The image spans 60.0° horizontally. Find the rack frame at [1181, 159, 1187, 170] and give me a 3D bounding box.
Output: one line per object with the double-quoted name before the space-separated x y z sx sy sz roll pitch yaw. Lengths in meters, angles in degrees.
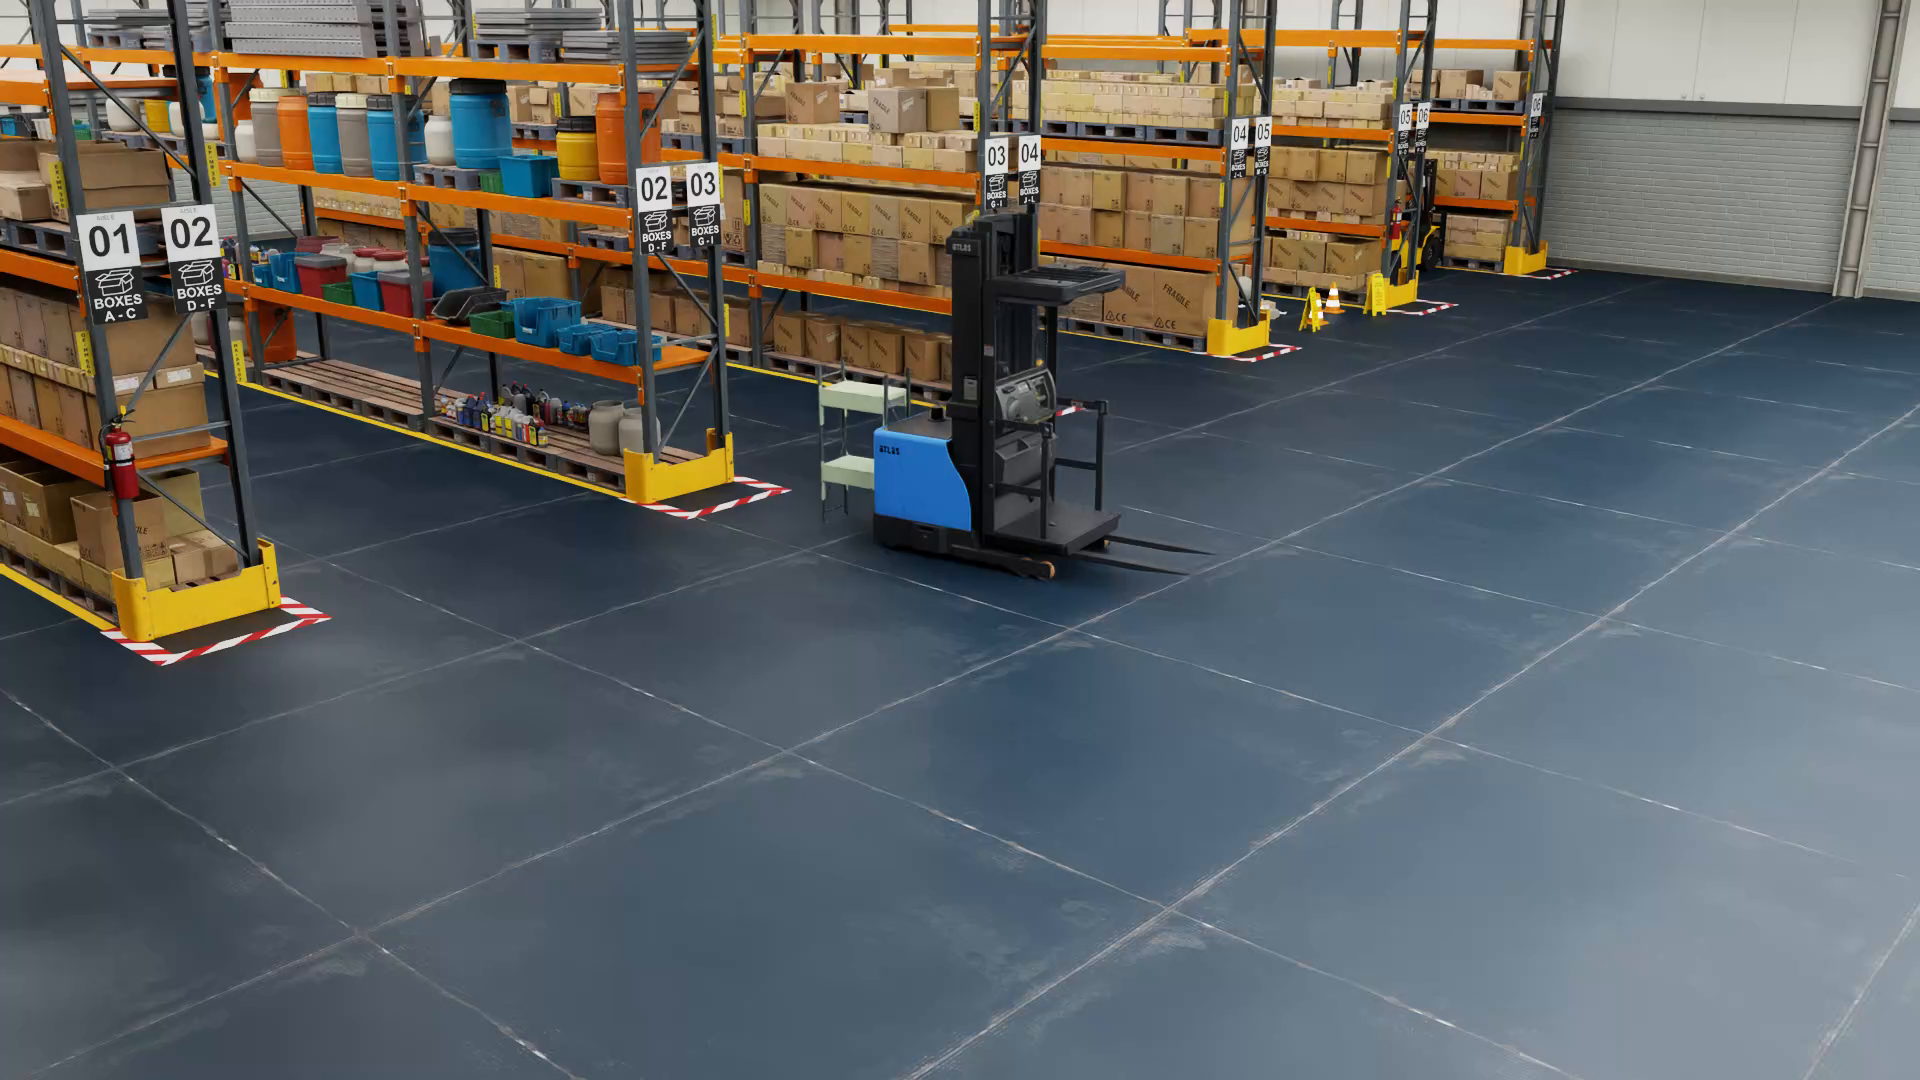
"rack frame" 4.159 -6.101 29.376 0.127 3.000 1.000 15 23 39

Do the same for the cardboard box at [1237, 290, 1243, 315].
"cardboard box" 4.157 -3.888 26.530 0.637 0.503 0.797 0 18 2

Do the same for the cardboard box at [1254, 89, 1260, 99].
"cardboard box" 4.981 -7.456 27.785 0.250 0.149 0.380 14 22 37

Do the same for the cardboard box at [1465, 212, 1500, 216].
"cardboard box" 9.833 -6.026 31.340 0.500 0.250 0.500 15 23 39

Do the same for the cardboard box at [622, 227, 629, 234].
"cardboard box" -4.496 -4.721 24.168 0.700 0.500 0.500 -14 22 -38

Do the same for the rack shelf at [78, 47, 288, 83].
"rack shelf" -10.194 -6.269 21.838 4.000 0.370 1.077 15 23 39

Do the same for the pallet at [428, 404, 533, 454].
"pallet" -5.232 -1.265 18.748 1.213 0.211 1.003 15 23 39

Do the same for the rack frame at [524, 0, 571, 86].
"rack frame" -8.026 -10.229 32.468 0.127 3.000 1.000 15 23 39

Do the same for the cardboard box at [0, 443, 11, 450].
"cardboard box" -8.479 -0.603 14.663 0.500 0.500 0.500 15 23 39

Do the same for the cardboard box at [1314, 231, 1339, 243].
"cardboard box" 6.059 -5.014 27.492 0.250 0.149 0.380 16 24 41

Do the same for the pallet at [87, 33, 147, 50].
"pallet" -11.051 -6.764 22.522 1.213 0.211 1.003 15 23 39

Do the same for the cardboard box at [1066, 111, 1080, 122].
"cardboard box" 1.758 -6.164 24.174 0.250 0.149 0.380 15 23 38

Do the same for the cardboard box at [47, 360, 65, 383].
"cardboard box" -6.992 -1.360 13.201 0.250 0.149 0.380 15 23 40

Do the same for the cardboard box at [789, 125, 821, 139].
"cardboard box" -1.946 -5.174 21.087 0.250 0.149 0.380 15 23 40

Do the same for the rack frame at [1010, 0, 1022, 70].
"rack frame" 1.467 -11.690 37.071 0.127 3.000 1.000 15 23 39

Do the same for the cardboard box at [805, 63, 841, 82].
"cardboard box" -2.854 -9.697 34.720 0.797 0.503 0.637 -16 24 -41

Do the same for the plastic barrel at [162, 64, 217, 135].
"plastic barrel" -10.312 -5.905 22.278 0.708 0.901 0.600 15 23 39

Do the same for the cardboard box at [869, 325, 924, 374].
"cardboard box" -0.809 -2.436 21.266 0.500 0.500 0.500 -16 23 -41

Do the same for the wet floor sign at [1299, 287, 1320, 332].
"wet floor sign" 5.277 -3.477 25.002 0.232 0.644 0.267 11 20 30

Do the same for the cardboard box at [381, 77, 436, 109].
"cardboard box" -9.028 -7.334 27.278 0.500 0.500 0.700 13 22 36

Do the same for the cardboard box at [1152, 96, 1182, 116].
"cardboard box" 3.016 -6.041 23.126 0.500 0.250 0.500 15 23 39

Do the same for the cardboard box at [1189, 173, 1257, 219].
"cardboard box" 3.689 -4.827 23.329 0.550 0.550 0.875 15 23 39

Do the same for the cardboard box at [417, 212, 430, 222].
"cardboard box" -8.848 -5.332 27.370 0.250 0.149 0.380 15 23 40

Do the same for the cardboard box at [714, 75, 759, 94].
"cardboard box" -3.966 -7.906 29.241 0.637 0.503 0.797 15 23 39

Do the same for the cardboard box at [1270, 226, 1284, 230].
"cardboard box" 6.478 -6.553 34.032 0.625 0.625 0.875 15 23 39

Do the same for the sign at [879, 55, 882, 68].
"sign" -1.884 -11.358 39.536 0.005 0.325 0.100 15 23 39

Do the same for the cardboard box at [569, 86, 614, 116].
"cardboard box" -5.230 -6.225 23.817 0.500 0.500 0.500 15 23 40

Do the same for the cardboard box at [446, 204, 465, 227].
"cardboard box" -7.848 -5.263 26.571 0.500 0.500 0.500 15 23 39

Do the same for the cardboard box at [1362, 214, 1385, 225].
"cardboard box" 6.729 -5.205 26.968 0.250 0.149 0.380 16 24 41

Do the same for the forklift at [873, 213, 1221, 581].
"forklift" 0.743 -1.235 14.159 3.031 2.935 1.130 11 21 30

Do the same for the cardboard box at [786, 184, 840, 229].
"cardboard box" -1.876 -4.277 21.319 0.500 0.500 0.500 15 23 39

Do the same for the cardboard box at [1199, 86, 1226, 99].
"cardboard box" 3.464 -6.086 22.609 0.250 0.149 0.380 15 23 40

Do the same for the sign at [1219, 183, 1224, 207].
"sign" 3.570 -4.702 22.664 0.005 0.325 0.100 15 23 39

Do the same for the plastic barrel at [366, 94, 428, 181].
"plastic barrel" -6.231 -4.460 18.418 0.708 0.901 0.600 15 23 39

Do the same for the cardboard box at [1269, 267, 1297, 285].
"cardboard box" 5.590 -4.498 28.178 0.500 0.250 0.500 14 22 37

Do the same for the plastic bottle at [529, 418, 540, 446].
"plastic bottle" -4.479 -1.139 17.504 0.133 0.283 0.061 16 23 41

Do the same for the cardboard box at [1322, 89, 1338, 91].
"cardboard box" 6.147 -7.383 27.554 0.250 0.149 0.380 16 24 41

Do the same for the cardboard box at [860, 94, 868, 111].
"cardboard box" -1.273 -7.074 26.873 0.500 0.250 0.500 16 24 41

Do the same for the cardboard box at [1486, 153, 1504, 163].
"cardboard box" 9.830 -6.987 30.439 0.250 0.149 0.380 15 23 39

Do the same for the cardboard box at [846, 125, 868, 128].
"cardboard box" -1.232 -5.184 21.117 0.250 0.149 0.380 16 24 41

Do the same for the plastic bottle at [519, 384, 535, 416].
"plastic bottle" -4.890 -1.583 18.791 0.185 0.351 0.144 14 22 37

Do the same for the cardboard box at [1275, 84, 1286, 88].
"cardboard box" 6.427 -8.934 32.902 0.250 0.149 0.380 15 23 39

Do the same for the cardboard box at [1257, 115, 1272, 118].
"cardboard box" 5.135 -7.014 27.710 0.250 0.149 0.380 14 23 38

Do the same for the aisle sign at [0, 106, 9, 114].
"aisle sign" -14.933 -6.334 25.813 0.004 0.787 0.394 15 23 39

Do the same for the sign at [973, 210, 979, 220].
"sign" 0.190 -3.636 19.175 0.005 0.325 0.100 15 23 39

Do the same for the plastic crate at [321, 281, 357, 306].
"plastic crate" -7.196 -2.923 19.713 0.662 0.188 0.450 15 23 39

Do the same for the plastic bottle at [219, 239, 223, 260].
"plastic bottle" -10.256 -4.031 23.060 0.135 0.276 0.152 15 23 39

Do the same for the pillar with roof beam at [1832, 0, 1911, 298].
"pillar with roof beam" 12.150 -7.446 23.697 0.400 9.000 9.100 15 23 39

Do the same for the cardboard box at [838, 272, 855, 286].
"cardboard box" -1.327 -3.330 21.060 0.250 0.149 0.380 15 23 39

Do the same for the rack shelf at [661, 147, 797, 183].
"rack shelf" -3.915 -5.347 23.232 4.000 0.370 1.077 15 23 39

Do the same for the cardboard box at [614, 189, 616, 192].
"cardboard box" -6.383 -6.714 31.724 0.250 0.149 0.380 15 23 38

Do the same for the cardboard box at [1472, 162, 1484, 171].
"cardboard box" 9.633 -6.895 30.641 0.250 0.149 0.380 16 23 40

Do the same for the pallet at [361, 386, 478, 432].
"pallet" -6.320 -1.558 19.671 1.213 0.211 1.003 15 23 39

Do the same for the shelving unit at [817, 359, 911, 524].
"shelving unit" -0.874 -0.857 15.332 0.755 1.500 0.431 11 21 30
